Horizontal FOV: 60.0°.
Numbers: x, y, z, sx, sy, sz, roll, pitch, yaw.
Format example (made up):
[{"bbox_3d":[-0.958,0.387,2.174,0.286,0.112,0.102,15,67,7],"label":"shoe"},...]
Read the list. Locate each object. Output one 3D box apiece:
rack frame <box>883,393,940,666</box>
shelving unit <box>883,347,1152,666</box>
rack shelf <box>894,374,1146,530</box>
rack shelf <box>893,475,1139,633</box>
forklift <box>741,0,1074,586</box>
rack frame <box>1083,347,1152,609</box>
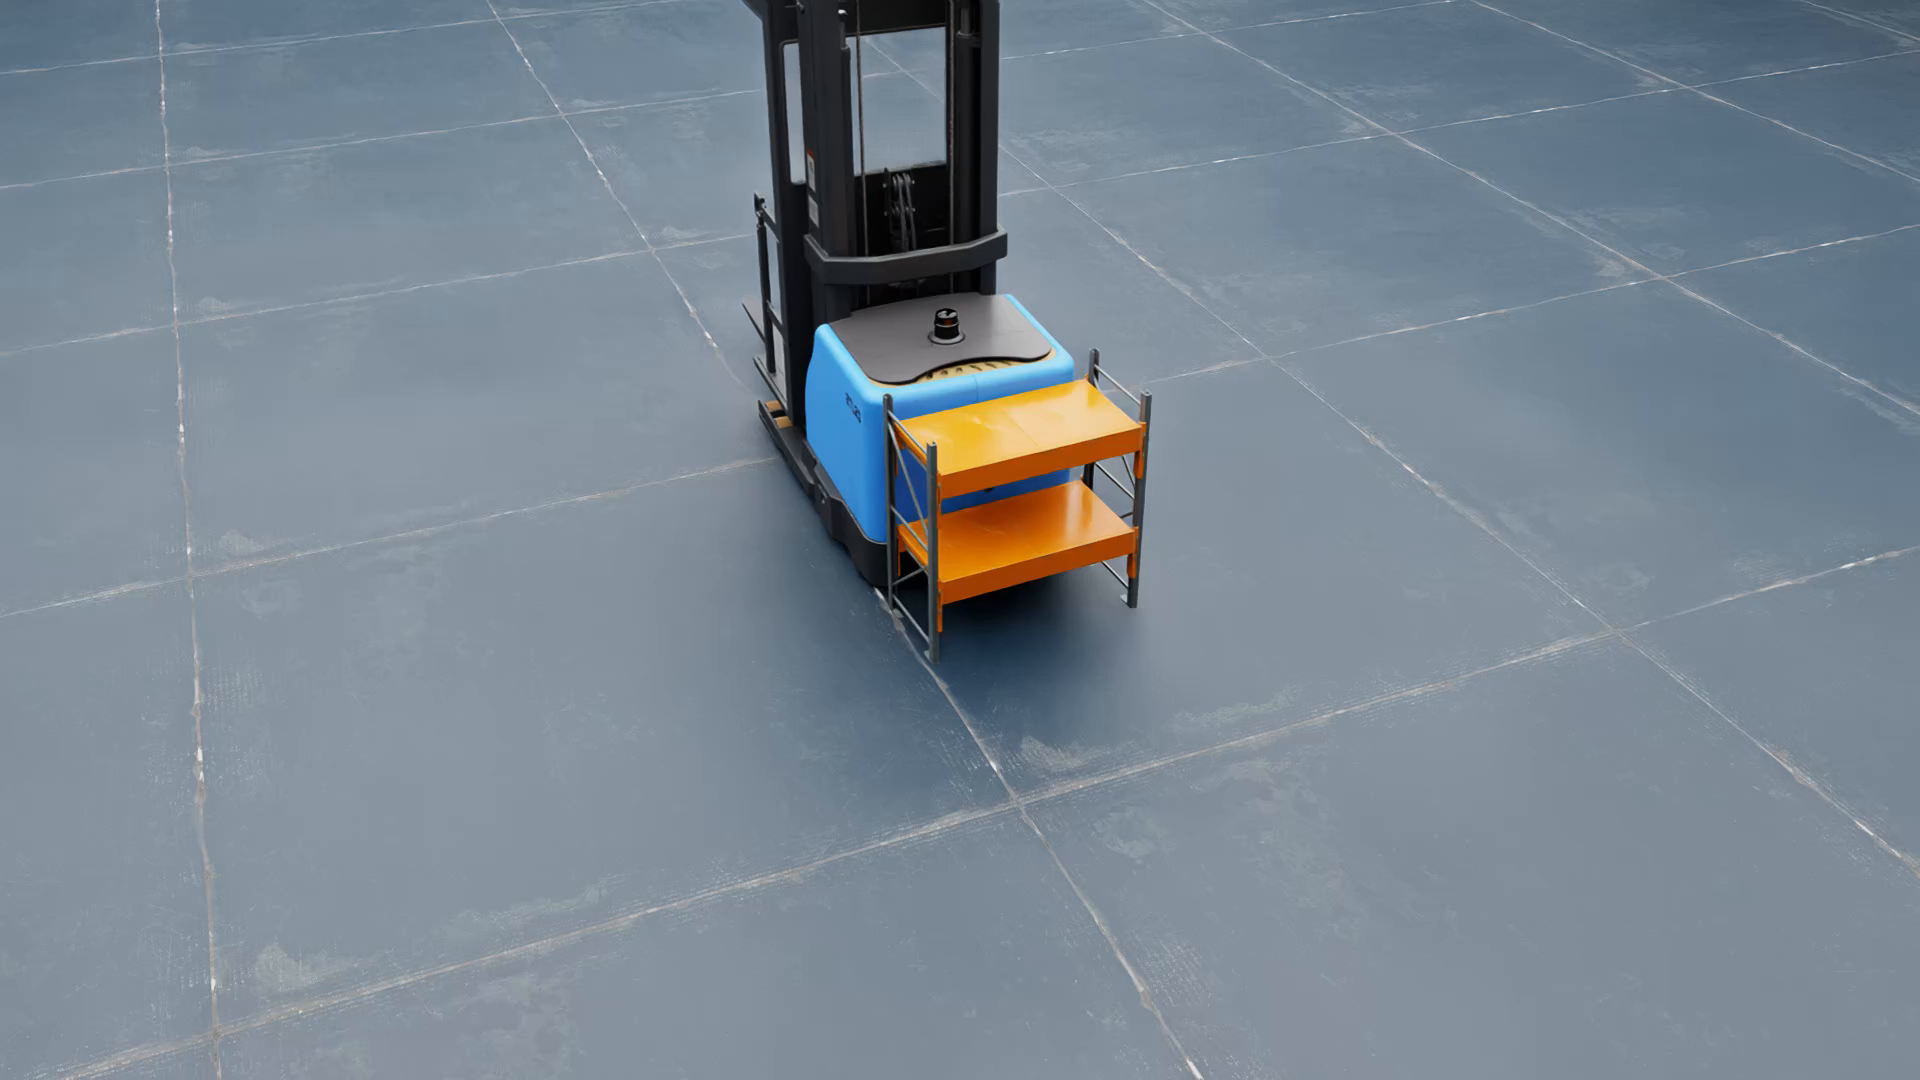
[{"bbox_3d":[-0.213,-0.037,7.276,0.032,1.125,0.500,-15,36,-21],"label":"rack frame"},{"bbox_3d":[0.246,-0.156,7.459,1.048,1.125,0.538,-15,36,-21],"label":"shelving unit"},{"bbox_3d":[0.246,-0.401,7.299,1.000,0.278,0.538,-15,36,-21],"label":"rack shelf"},{"bbox_3d":[0.246,0.049,7.592,1.000,0.278,0.538,-15,36,-21],"label":"rack shelf"},{"bbox_3d":[-0.464,-1.806,8.338,1.130,2.935,3.031,-12,35,-18],"label":"forklift"},{"bbox_3d":[0.706,-0.275,7.641,0.032,1.125,0.500,-15,36,-21],"label":"rack frame"}]
